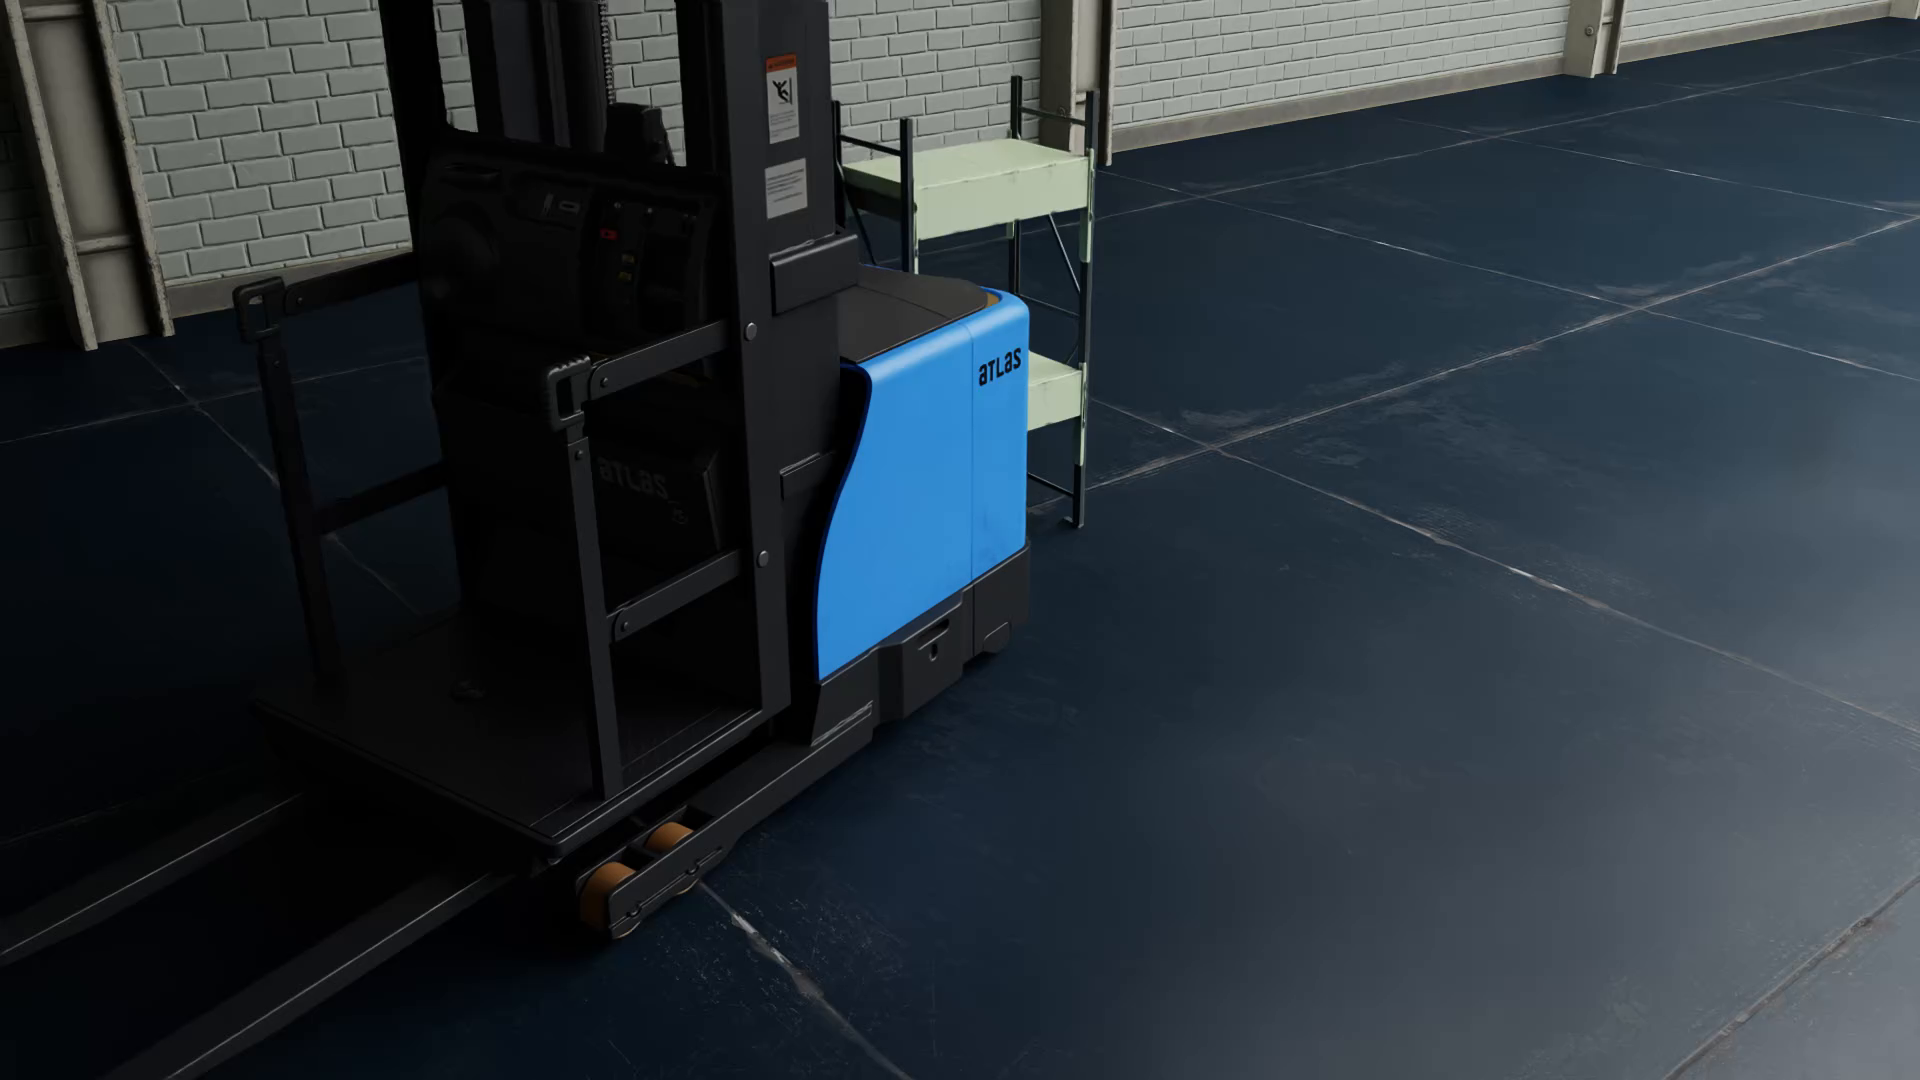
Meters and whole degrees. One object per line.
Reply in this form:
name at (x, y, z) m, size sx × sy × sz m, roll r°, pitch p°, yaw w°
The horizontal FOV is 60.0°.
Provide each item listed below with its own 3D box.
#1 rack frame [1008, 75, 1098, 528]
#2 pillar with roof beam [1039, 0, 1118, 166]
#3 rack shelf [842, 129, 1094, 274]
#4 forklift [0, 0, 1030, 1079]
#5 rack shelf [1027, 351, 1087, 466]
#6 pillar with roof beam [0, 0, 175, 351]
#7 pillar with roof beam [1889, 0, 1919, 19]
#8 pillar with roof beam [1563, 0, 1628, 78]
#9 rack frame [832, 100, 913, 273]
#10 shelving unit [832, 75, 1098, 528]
rack frame at (0.302, -0.791, 5.672) m, size 0.023 × 1.500 × 0.400 m, roll -19°, pitch 31°, yaw -35°
pillar with roof beam at (3.430, -5.182, 6.226) m, size 0.400 × 9.000 × 9.100 m, roll -18°, pitch 31°, yaw -34°
rack shelf at (0.016, -1.048, 5.300) m, size 0.720 × 0.370 × 0.431 m, roll -19°, pitch 31°, yaw -35°
forklift at (-1.037, -0.652, 3.673) m, size 1.130 × 2.935 × 3.031 m, roll 16°, pitch 29°, yaw 31°
rack shelf at (0.016, -0.398, 5.601) m, size 0.720 × 0.370 × 0.431 m, roll -19°, pitch 31°, yaw -35°
pillar with roof beam at (-1.291, -3.623, 2.868) m, size 0.400 × 9.000 × 9.100 m, roll -18°, pitch 31°, yaw -34°
pillar with roof beam at (12.873, -8.299, 12.943) m, size 0.400 × 9.000 × 9.100 m, roll -18°, pitch 31°, yaw -34°
pillar with roof beam at (8.152, -6.741, 9.584) m, size 0.400 × 9.000 × 9.100 m, roll -18°, pitch 31°, yaw -34°
rack frame at (-0.270, -0.598, 5.257) m, size 0.023 × 1.500 × 0.400 m, roll -19°, pitch 31°, yaw -35°
shelving unit at (0.016, -0.694, 5.464) m, size 0.755 × 1.500 × 0.431 m, roll -19°, pitch 31°, yaw -35°
